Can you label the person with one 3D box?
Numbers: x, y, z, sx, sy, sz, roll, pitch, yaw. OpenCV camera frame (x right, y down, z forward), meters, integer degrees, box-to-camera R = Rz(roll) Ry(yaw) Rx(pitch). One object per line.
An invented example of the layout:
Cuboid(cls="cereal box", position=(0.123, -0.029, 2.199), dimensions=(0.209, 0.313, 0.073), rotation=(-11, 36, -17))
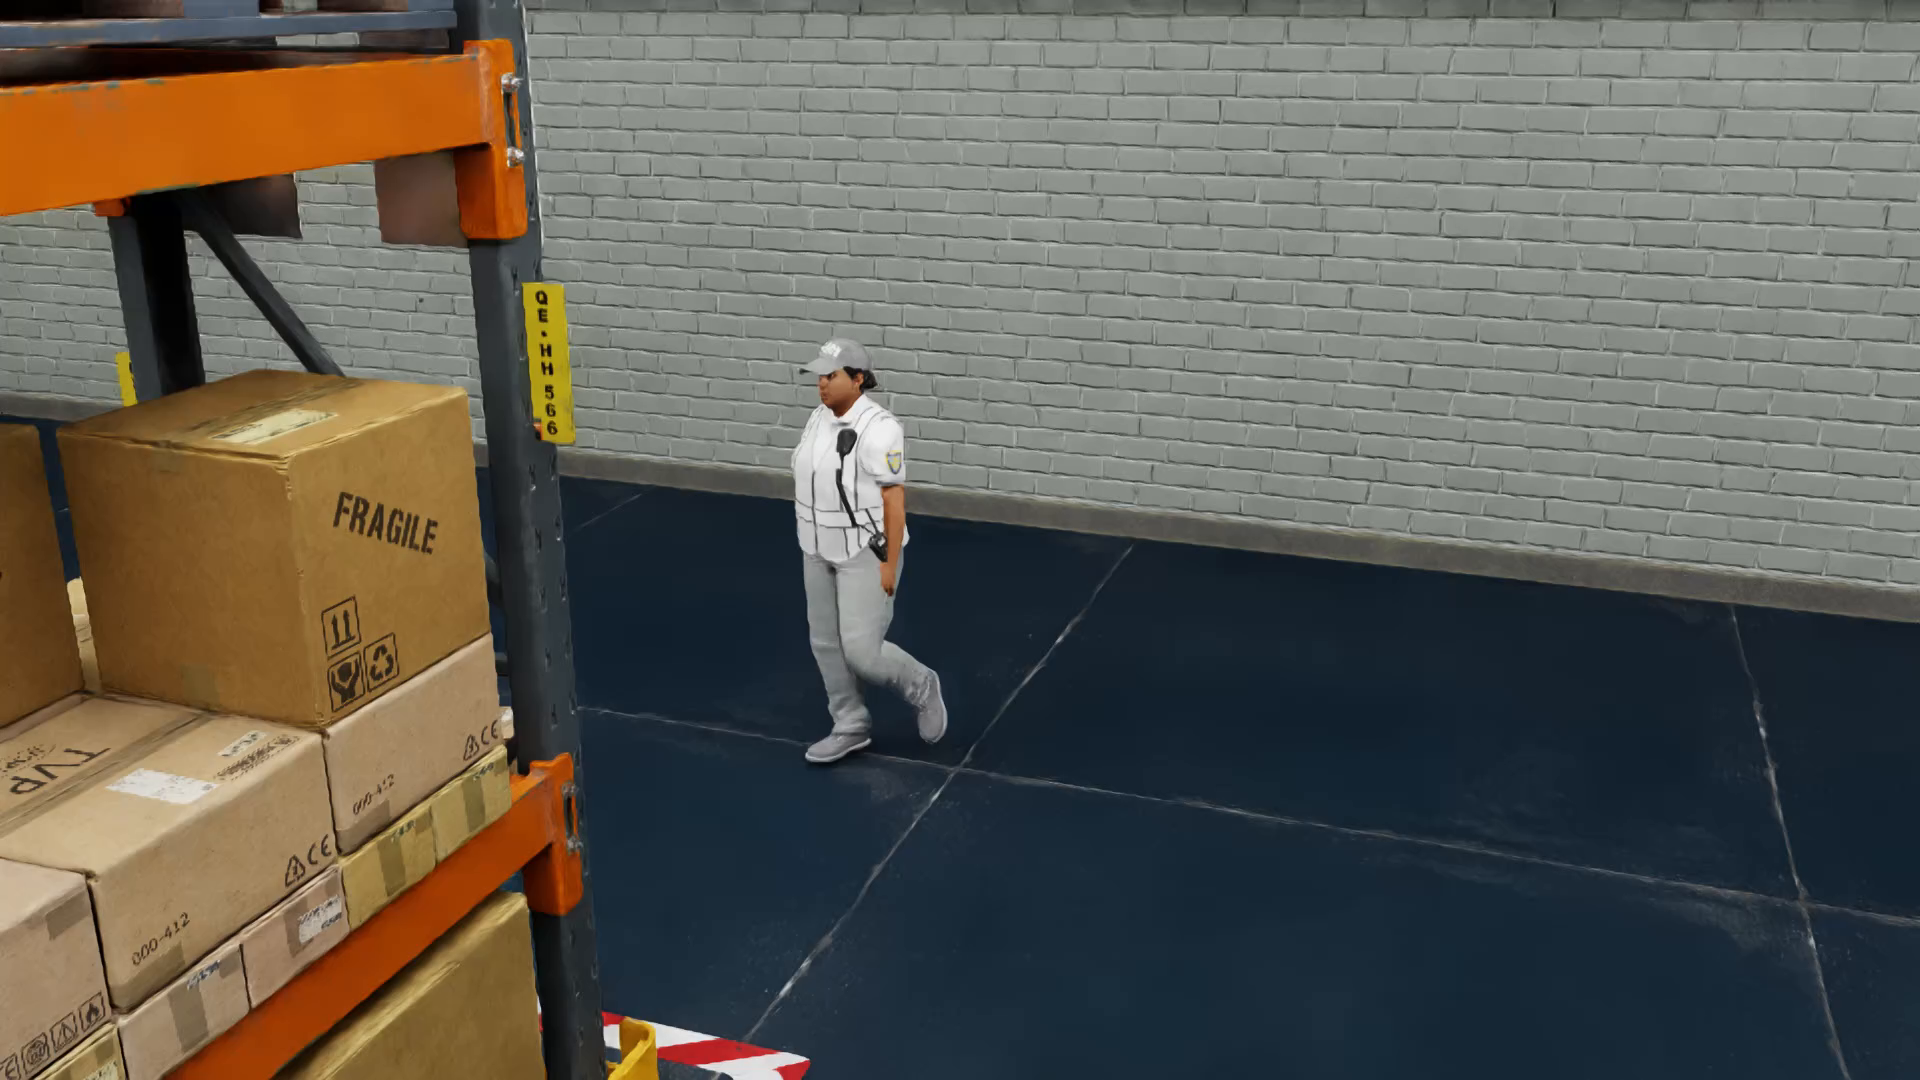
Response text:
Cuboid(cls="person", position=(-0.376, 0.041, 6.376), dimensions=(0.527, 1.650, 0.540), rotation=(17, 25, 41))
